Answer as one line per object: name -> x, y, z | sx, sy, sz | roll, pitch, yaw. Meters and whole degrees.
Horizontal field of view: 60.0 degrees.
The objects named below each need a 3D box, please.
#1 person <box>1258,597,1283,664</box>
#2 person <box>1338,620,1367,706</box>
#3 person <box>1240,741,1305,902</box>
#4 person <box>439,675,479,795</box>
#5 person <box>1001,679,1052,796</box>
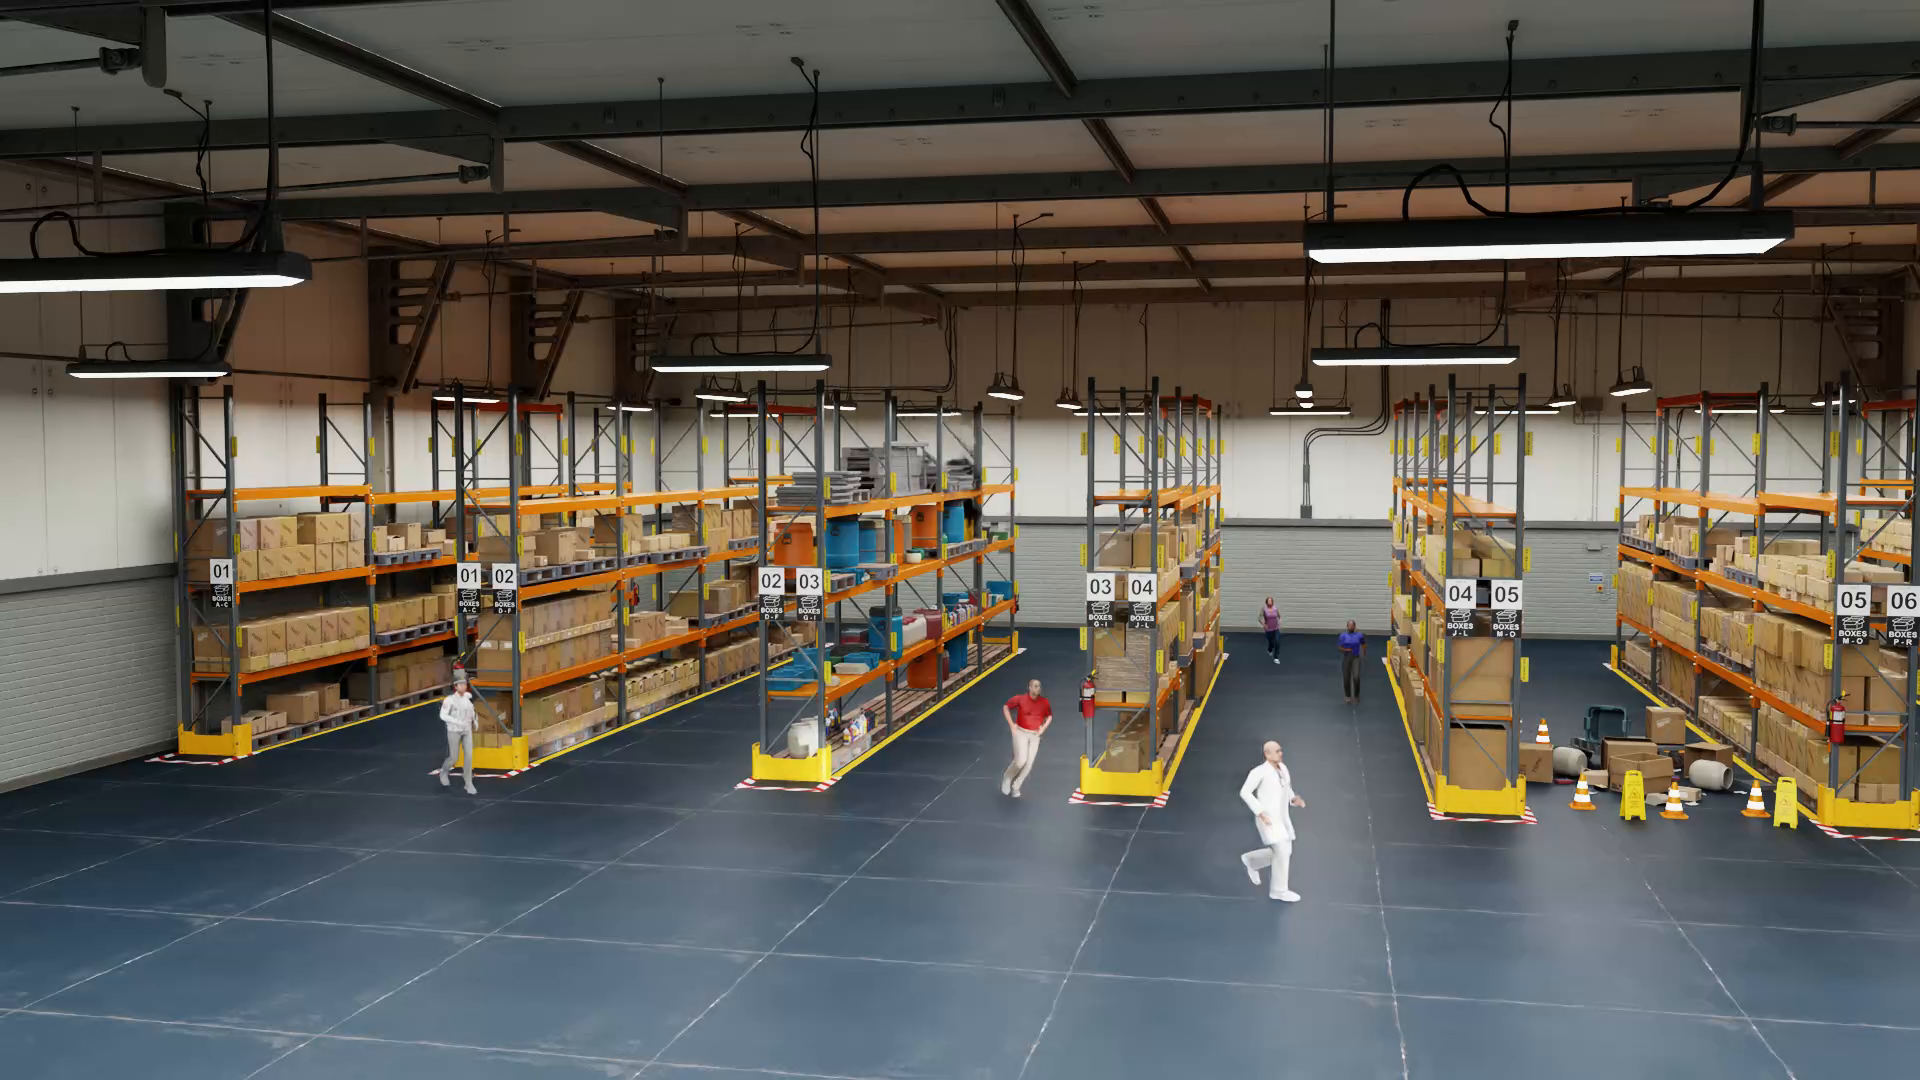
person -> 7.198, 2.084, 38.524 | 0.560, 1.545, 0.589 | 0, 3, -5
person -> 7.597, 2.378, 32.219 | 0.543, 1.673, 0.697 | 1, 3, 14
person -> 3.421, 3.093, 18.433 | 0.709, 1.742, 0.798 | -3, 4, -44
person -> -7.289, 2.803, 24.216 | 0.820, 1.715, 0.637 | 3, 4, 44
person -> 0.989, 2.835, 23.846 | 0.722, 1.683, 0.568 | -1, 3, -21
